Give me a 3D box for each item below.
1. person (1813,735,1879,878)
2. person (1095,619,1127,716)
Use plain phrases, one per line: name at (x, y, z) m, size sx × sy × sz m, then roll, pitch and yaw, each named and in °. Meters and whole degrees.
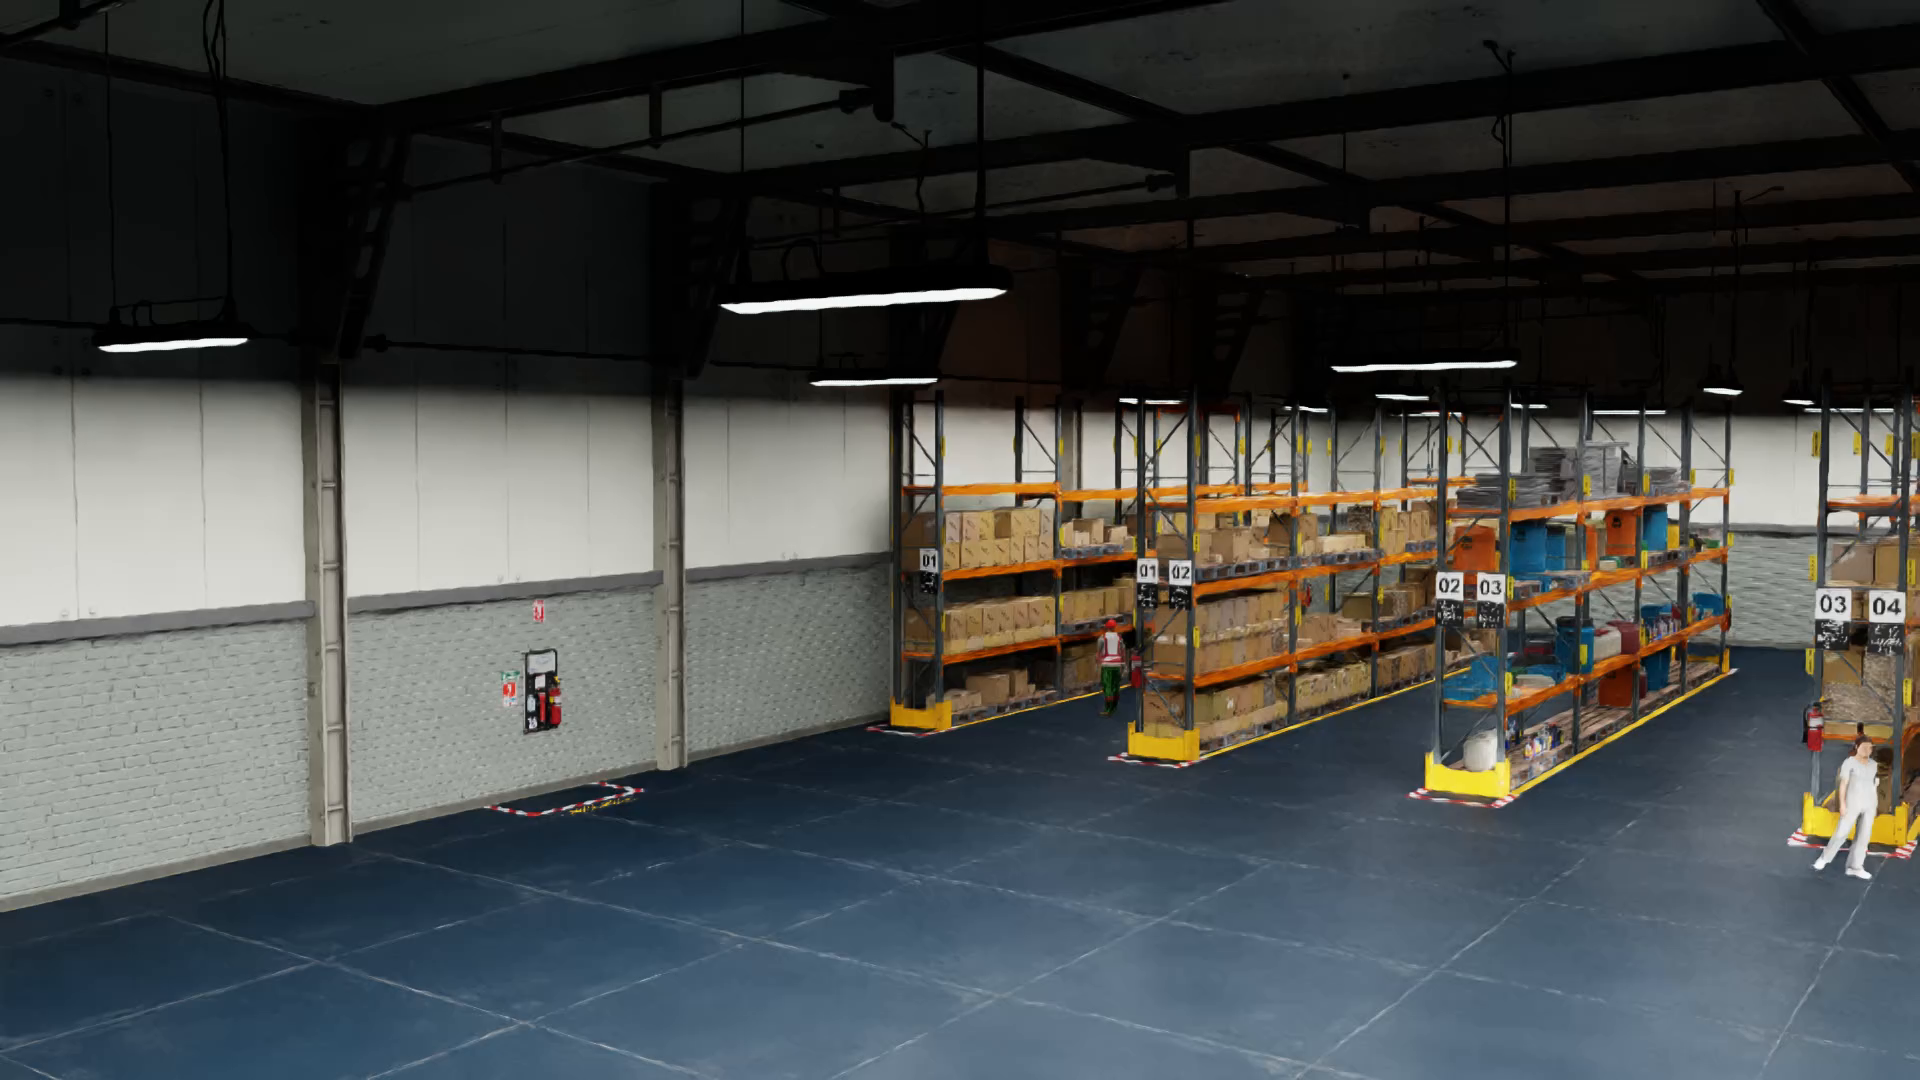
person at (10.325, 3.077, 19.348) m, size 0.640 × 1.665 × 0.495 m, roll 0°, pitch 3°, yaw -5°
person at (2.807, 2.350, 31.017) m, size 0.653 × 1.786 × 0.568 m, roll -1°, pitch 4°, yaw -25°
